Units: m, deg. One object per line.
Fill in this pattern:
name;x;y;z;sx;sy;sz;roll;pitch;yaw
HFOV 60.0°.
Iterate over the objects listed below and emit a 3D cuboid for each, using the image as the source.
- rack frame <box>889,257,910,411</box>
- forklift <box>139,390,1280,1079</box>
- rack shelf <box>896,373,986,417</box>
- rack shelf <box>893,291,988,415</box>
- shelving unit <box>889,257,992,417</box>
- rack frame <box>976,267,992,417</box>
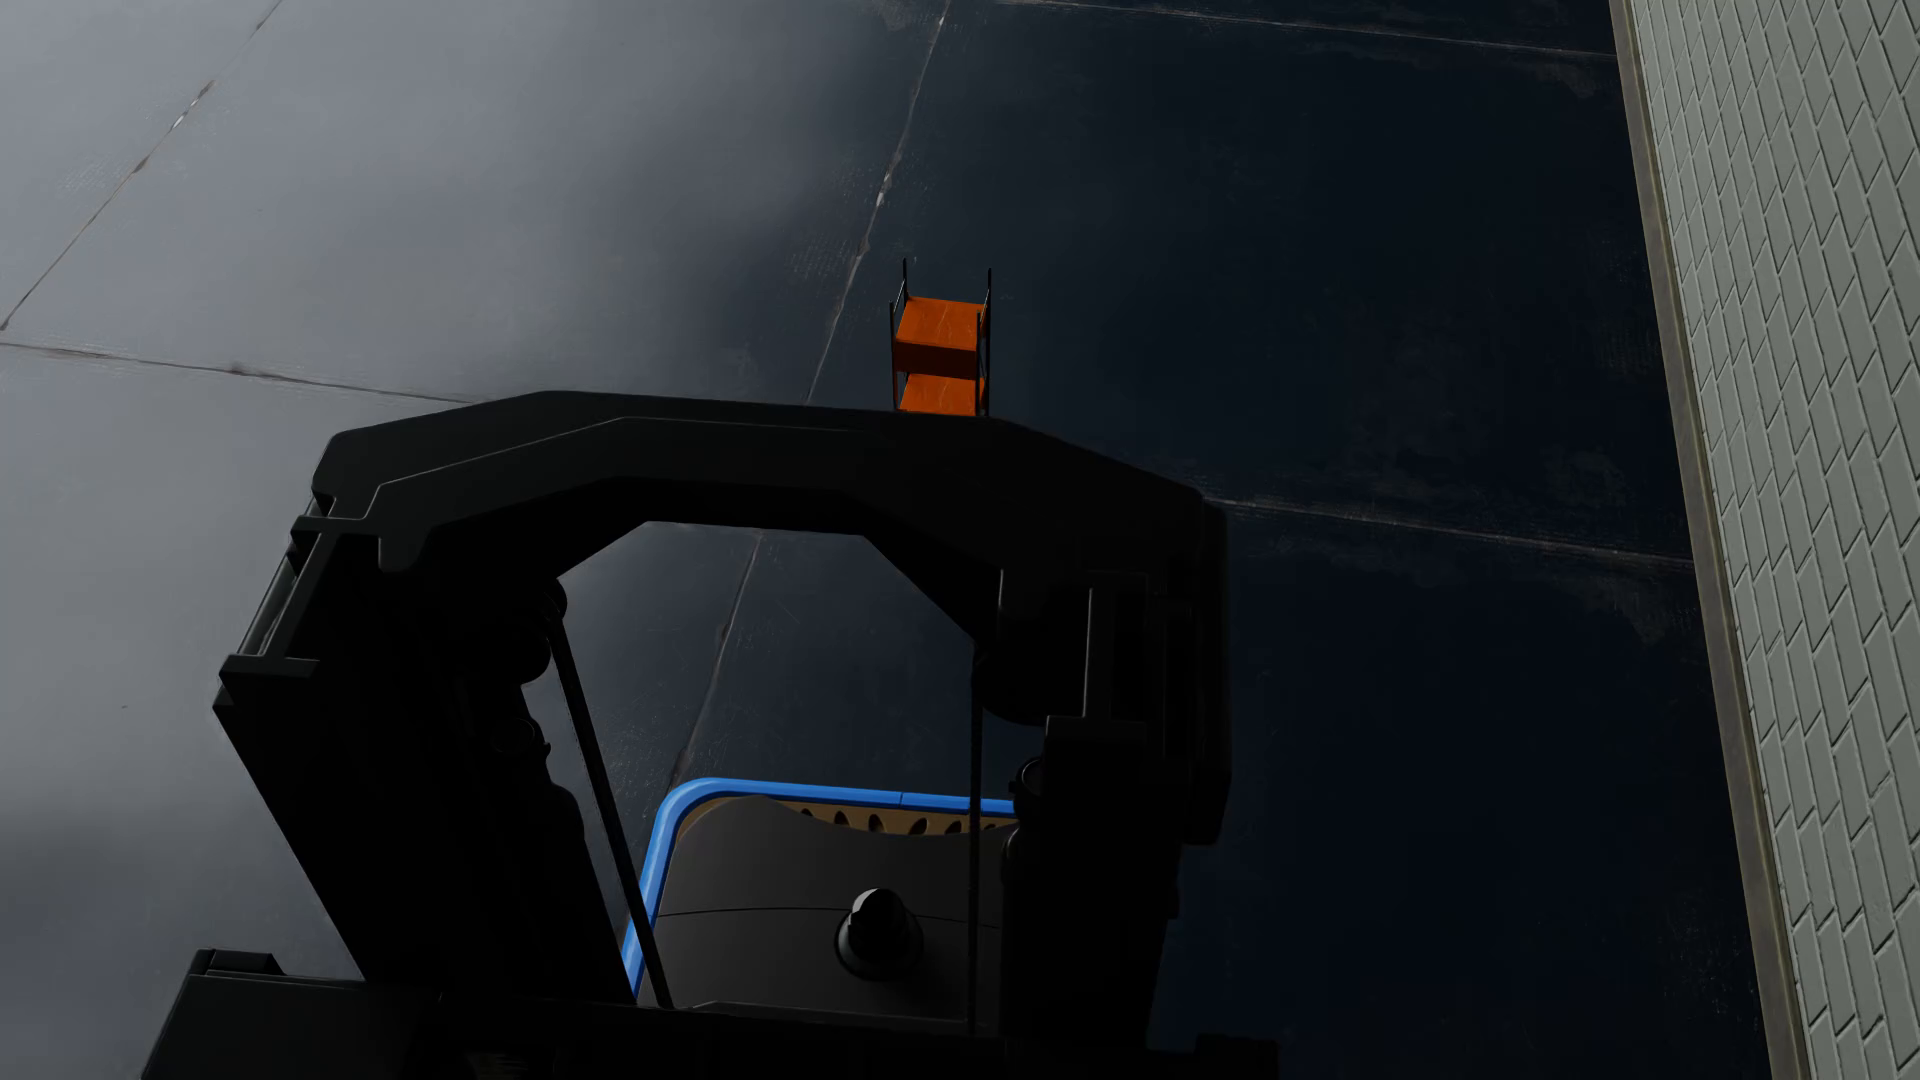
rack frame;-0.173;-0.374;5.018;0.008;1.050;0.200;8;49;7
forklift;-0.258;1.360;2.196;1.130;2.935;3.031;4;48;4
rack shelf;-0.053;-0.351;5.011;0.240;0.259;0.215;8;49;7
rack shelf;-0.053;-0.541;4.800;0.240;0.259;0.215;8;49;7
shelving unit;-0.053;-0.358;5.004;0.252;1.050;0.215;8;49;7
rack frame;0.067;-0.342;4.989;0.008;1.050;0.200;8;49;7
